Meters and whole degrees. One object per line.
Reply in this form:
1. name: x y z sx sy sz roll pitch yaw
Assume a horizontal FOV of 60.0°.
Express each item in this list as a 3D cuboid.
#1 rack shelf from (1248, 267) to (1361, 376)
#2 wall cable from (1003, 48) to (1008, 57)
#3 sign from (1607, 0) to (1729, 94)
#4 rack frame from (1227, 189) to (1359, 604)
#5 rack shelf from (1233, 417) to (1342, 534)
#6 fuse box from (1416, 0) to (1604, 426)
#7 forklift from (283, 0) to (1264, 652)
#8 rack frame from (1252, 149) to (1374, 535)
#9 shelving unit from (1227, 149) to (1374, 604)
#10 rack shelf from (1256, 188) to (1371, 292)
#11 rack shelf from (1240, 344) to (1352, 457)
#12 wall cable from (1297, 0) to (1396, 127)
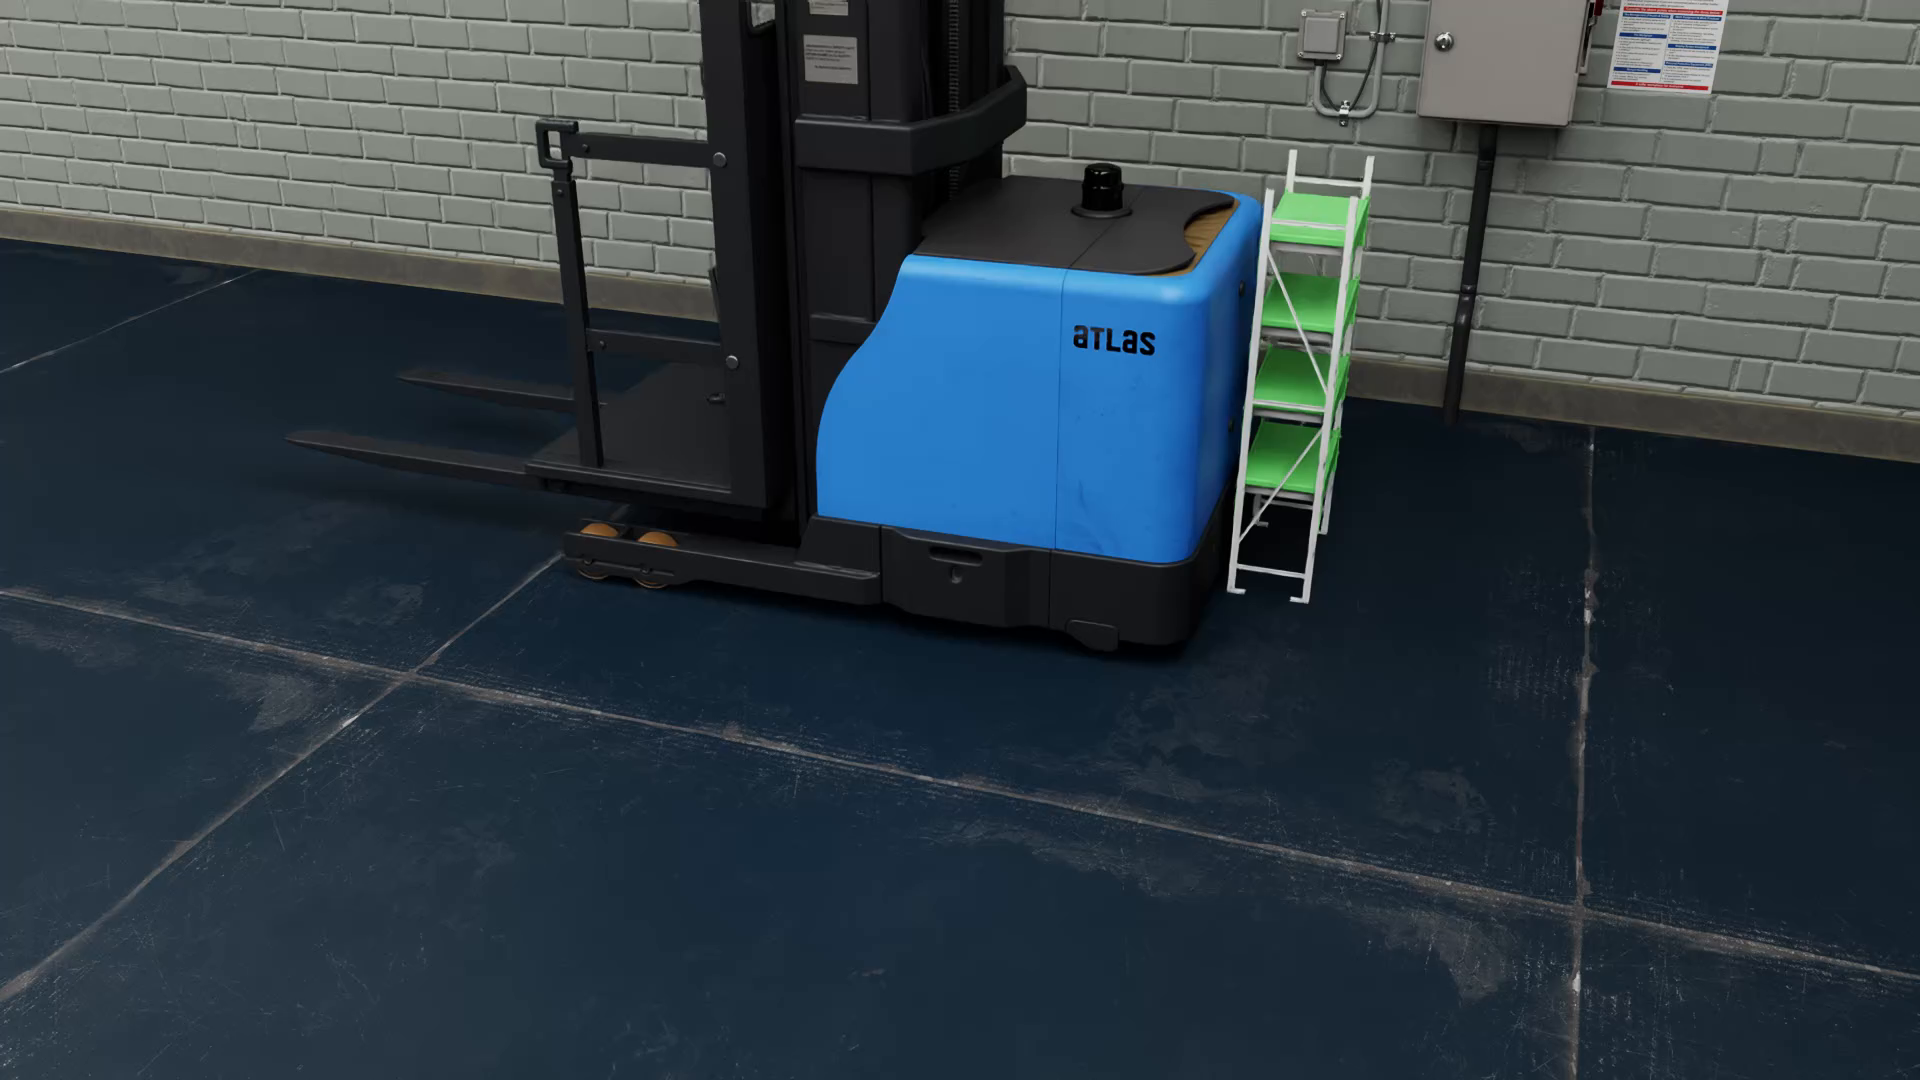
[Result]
1. rack shelf: 0.992 -0.632 4.770 0.258 0.148 0.480 9 27 15
2. wall cable: -0.110 -2.603 5.983 0.585 1.953 0.123 9 27 17
3. sign: 2.357 -1.738 5.506 0.329 0.494 0.001 9 27 17
4. rack frame: 0.917 -0.373 4.638 0.240 1.200 0.015 9 27 15
5. rack shelf: 0.985 -0.201 4.981 0.258 0.148 0.480 9 27 15
6. fuse box: 1.823 -1.187 5.739 0.539 1.711 0.414 9 27 17
7. forklift: -0.669 -1.382 4.740 3.031 2.935 1.130 8 27 16
8. rack frame: 1.062 -0.576 5.057 0.240 1.200 0.015 9 27 15
9. shelving unit: 0.990 -0.474 4.847 0.258 1.200 0.503 9 27 15
10. rack shelf: 0.996 -0.848 4.664 0.258 0.148 0.480 9 27 15
11. rack shelf: 0.989 -0.417 4.876 0.258 0.148 0.480 9 27 15
12. wall cable: 1.232 -2.388 5.574 0.588 1.984 0.122 9 27 17
